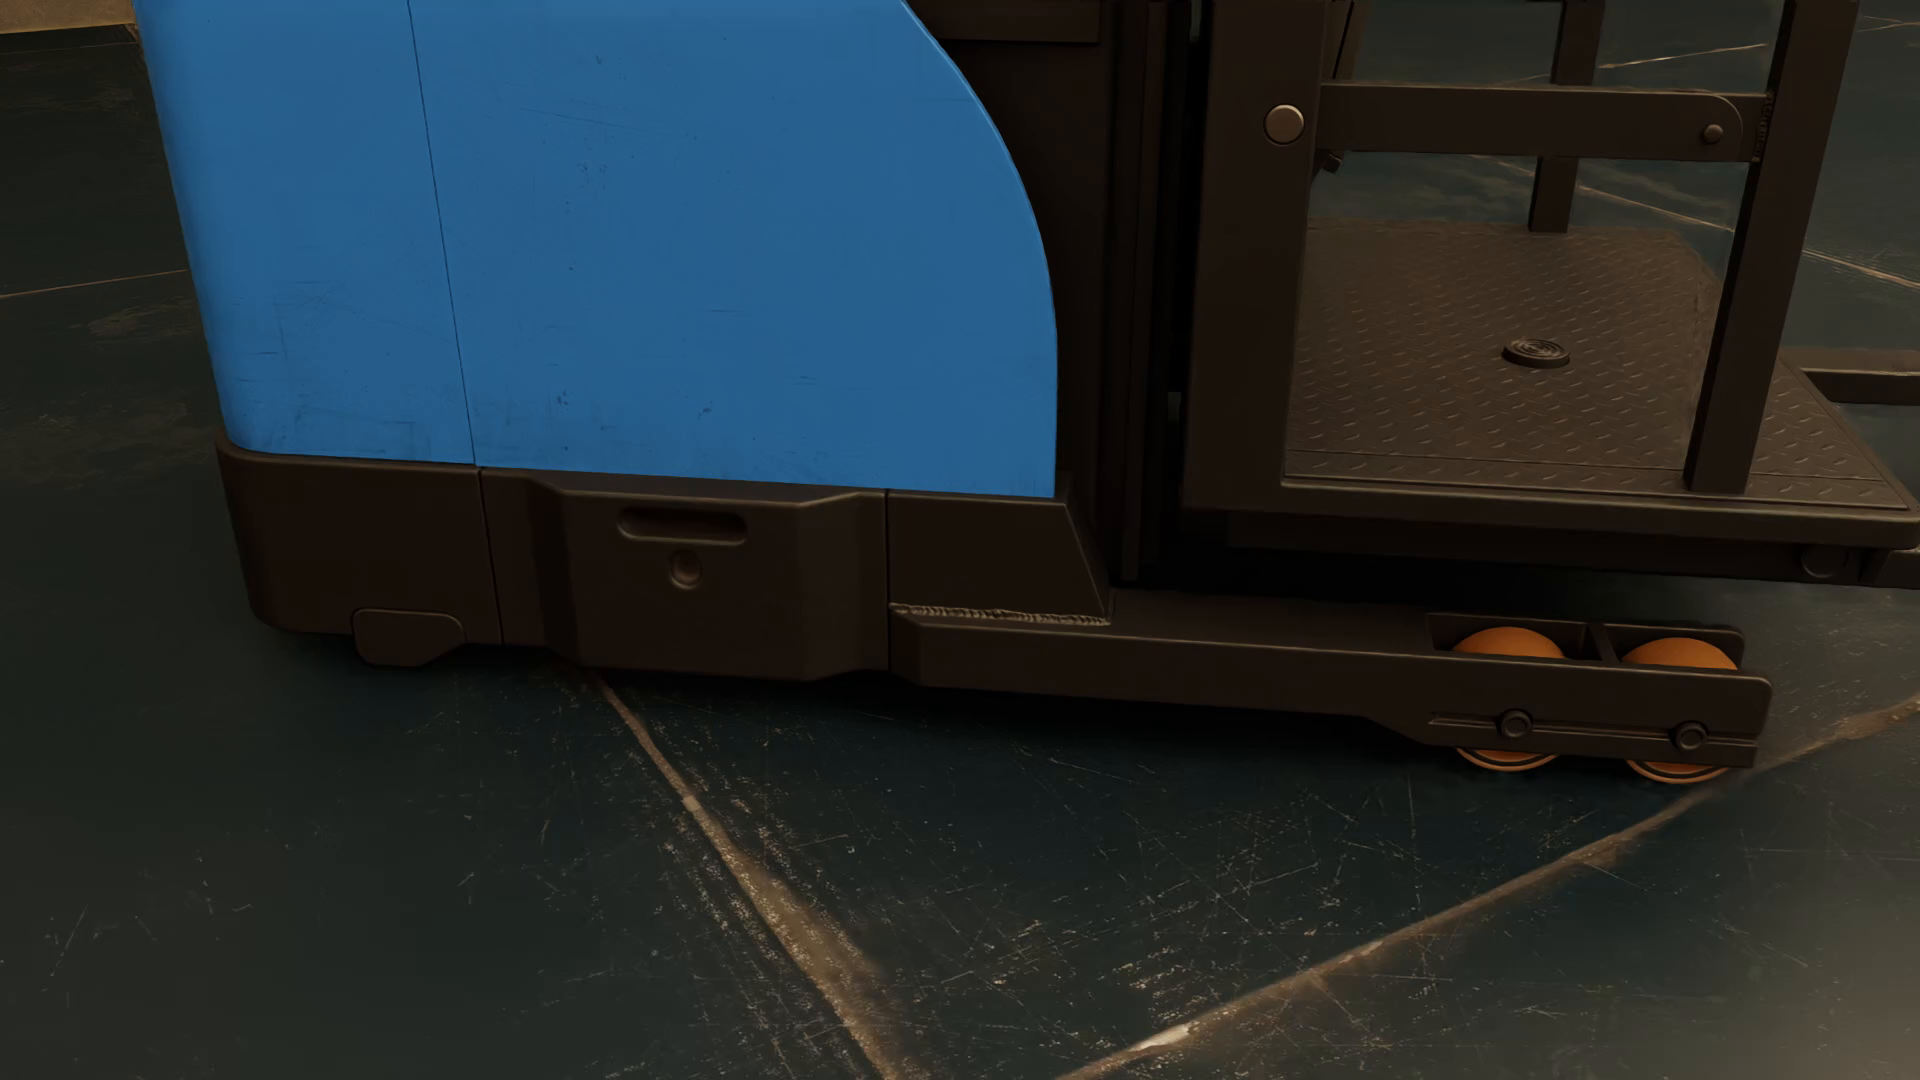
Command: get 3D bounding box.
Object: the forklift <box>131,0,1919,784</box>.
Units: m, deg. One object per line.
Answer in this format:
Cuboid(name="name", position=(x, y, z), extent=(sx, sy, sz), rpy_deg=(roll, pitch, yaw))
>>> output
Cuboid(name="forklift", position=(0.623, -1.279, 1.782), extent=(3.031, 2.935, 1.130), rpy_deg=(3, 27, 7))
